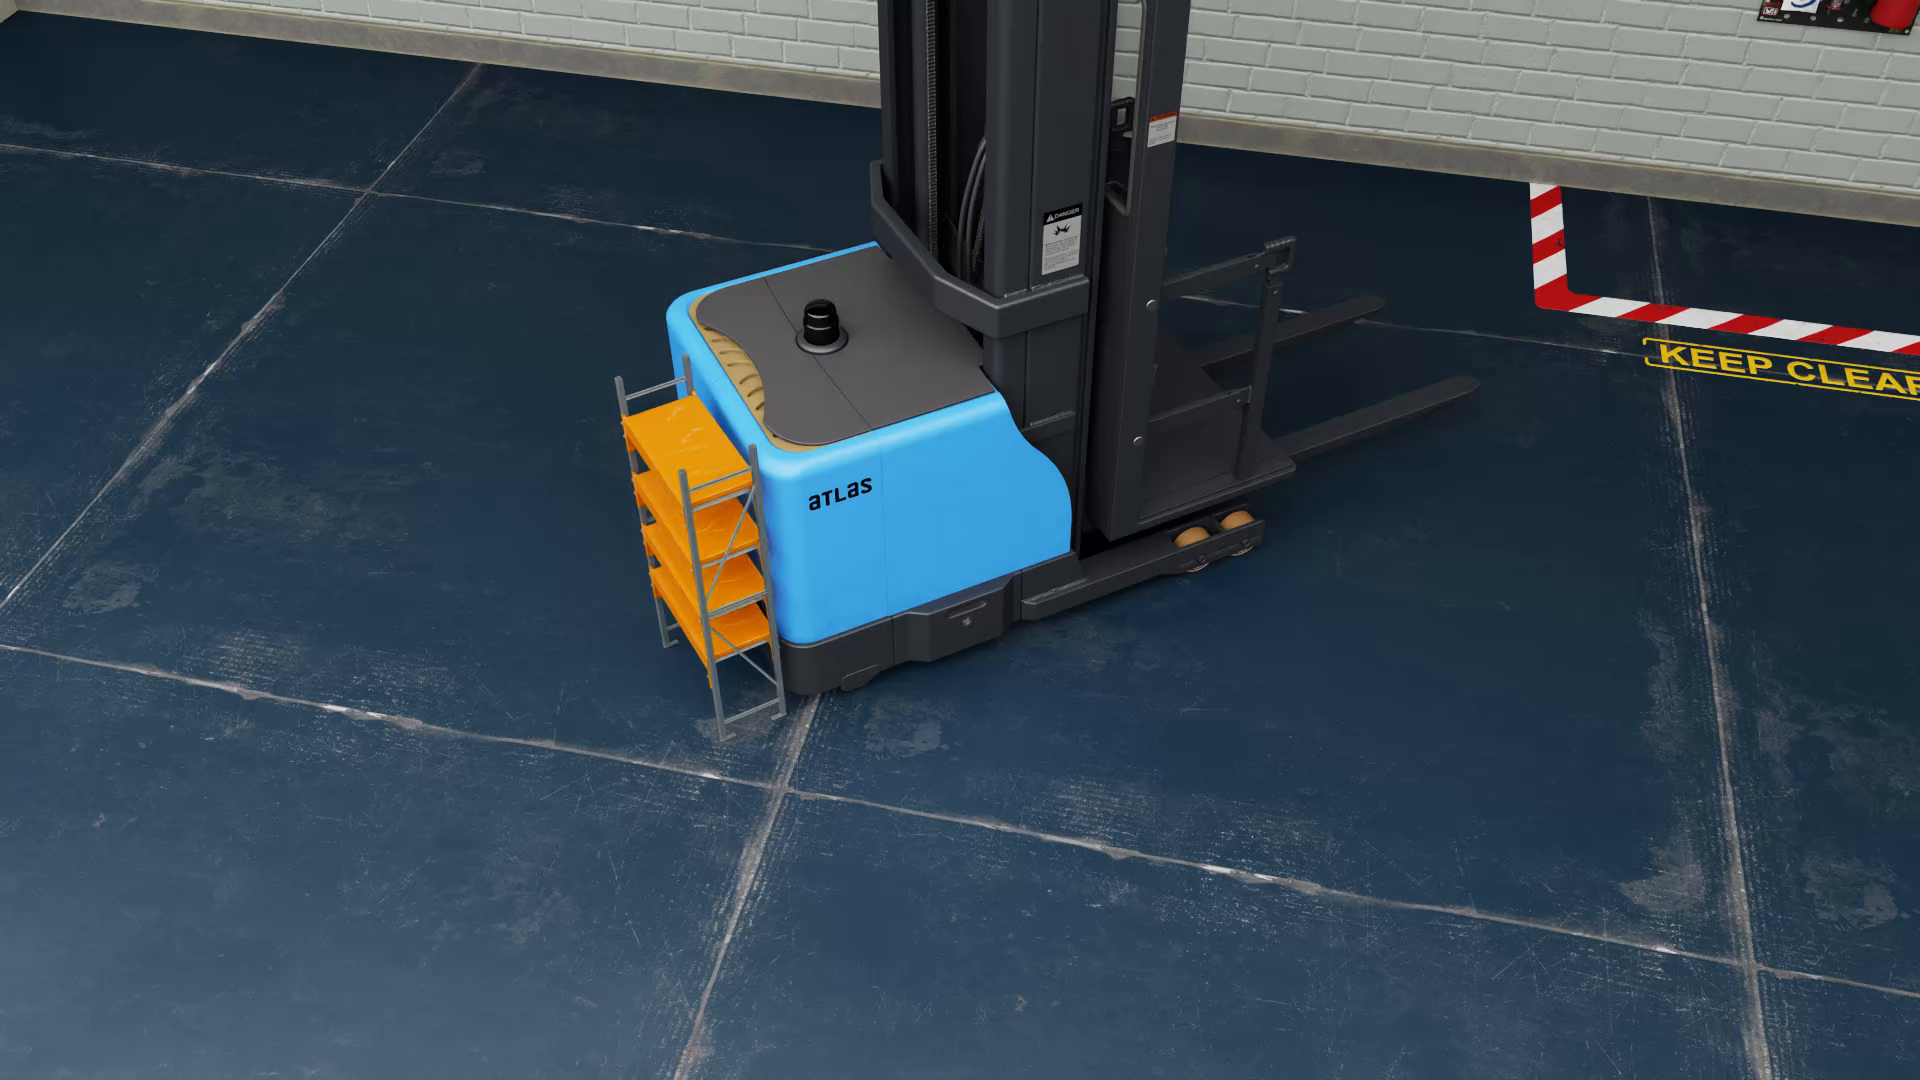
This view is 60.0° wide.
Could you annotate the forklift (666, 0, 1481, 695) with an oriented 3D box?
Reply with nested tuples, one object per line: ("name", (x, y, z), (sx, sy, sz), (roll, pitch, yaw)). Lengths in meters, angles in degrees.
("forklift", (0.558, -1.249, 5.434), (3.031, 2.935, 1.130), (-19, 47, -19))

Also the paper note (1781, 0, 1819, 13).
("paper note", (3.635, -2.349, 7.163), (0.142, 0.148, 0.016), (9, 45, 9))

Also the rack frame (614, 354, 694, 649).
("rack frame", (-0.938, -0.096, 5.484), (0.240, 1.200, 0.015), (-22, 48, -21))

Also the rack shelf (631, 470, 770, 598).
("rack shelf", (-0.816, -0.062, 5.223), (0.258, 0.148, 0.480), (-22, 48, -21))

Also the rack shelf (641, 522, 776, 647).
("rack shelf", (-0.816, 0.099, 5.378), (0.258, 0.148, 0.480), (-22, 48, -21))

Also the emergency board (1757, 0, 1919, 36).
("emergency board", (3.793, -2.593, 6.781), (0.643, 1.169, 0.194), (9, 45, 9))

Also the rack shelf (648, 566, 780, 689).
("rack shelf", (-0.816, 0.243, 5.516), (0.258, 0.148, 0.480), (-22, 48, -21))

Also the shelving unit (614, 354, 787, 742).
("shelving unit", (-0.816, 0.051, 5.332), (0.258, 1.200, 0.503), (-22, 48, -21))

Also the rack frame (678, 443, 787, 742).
("rack frame", (-0.695, 0.198, 5.179), (0.240, 1.200, 0.015), (-22, 48, -21))

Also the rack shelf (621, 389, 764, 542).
("rack shelf", (-0.816, -0.232, 5.059), (0.258, 0.148, 0.480), (-22, 48, -21))
